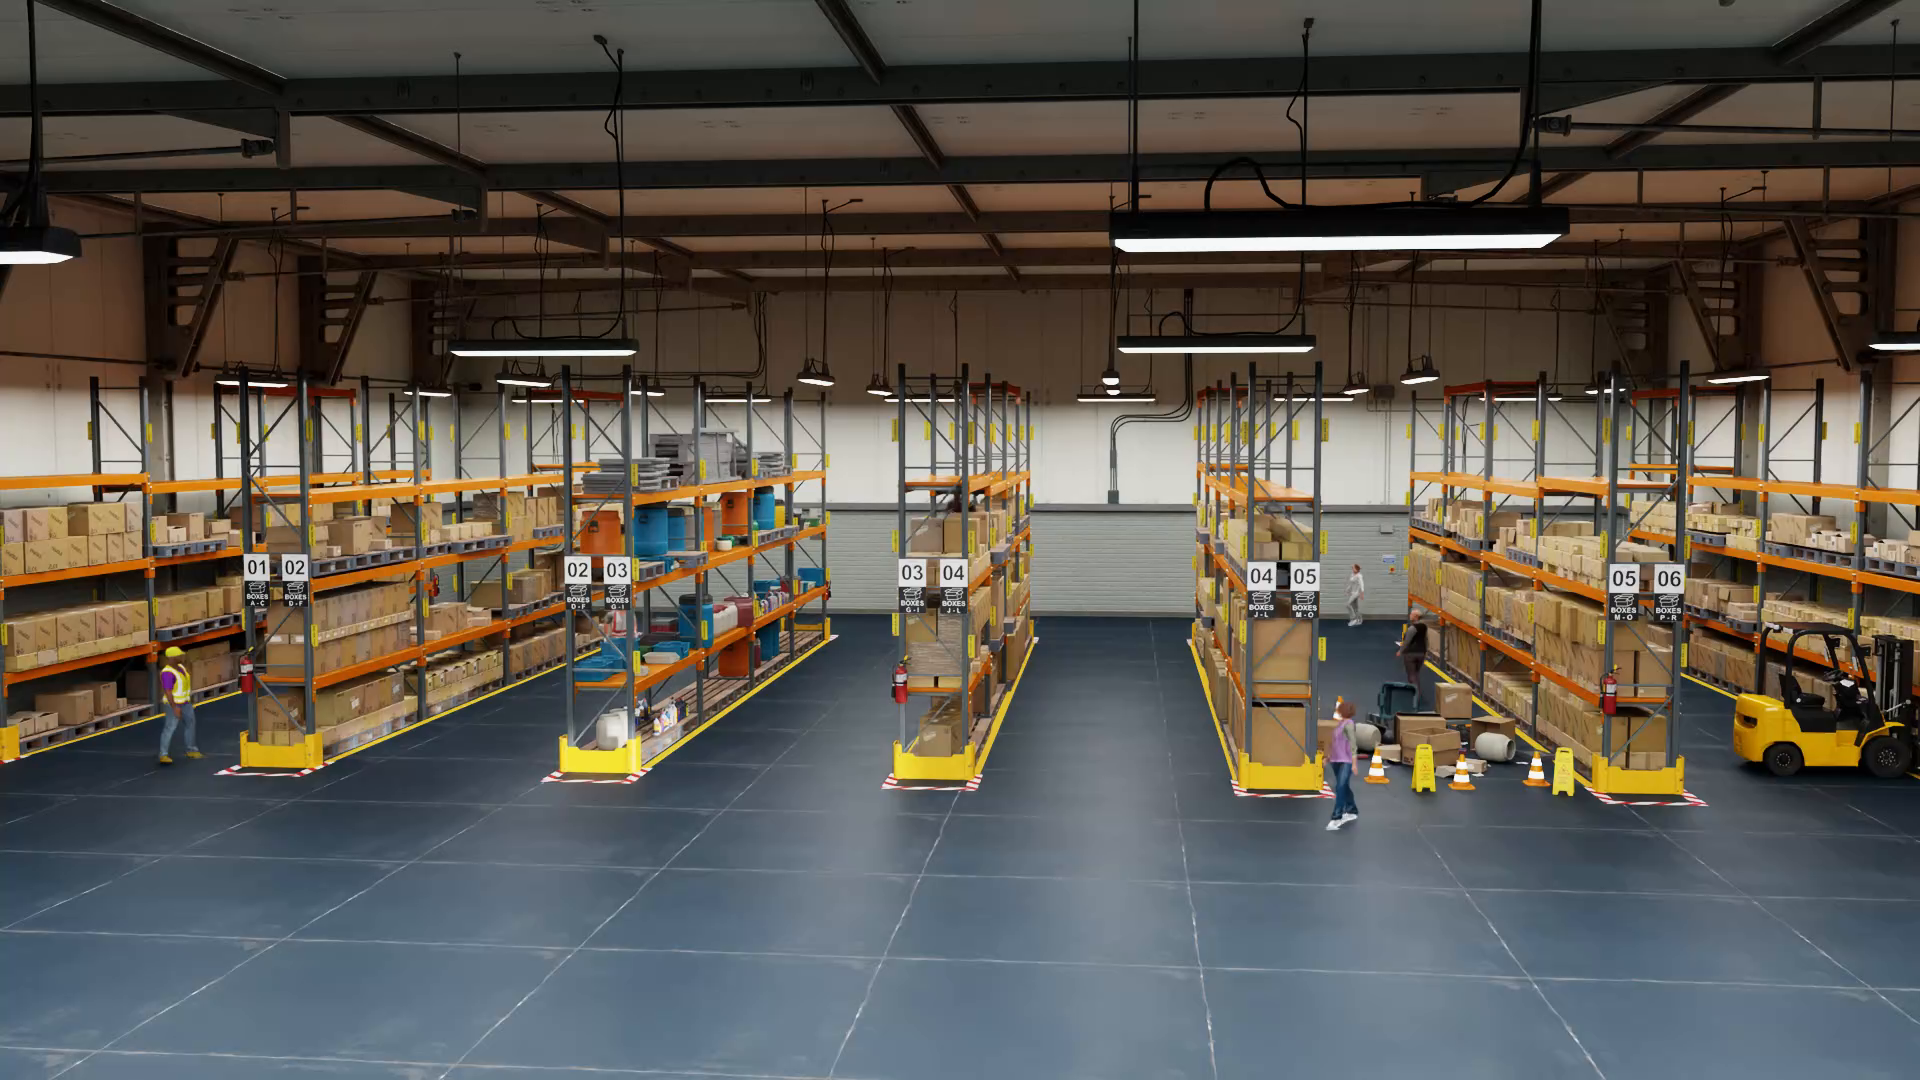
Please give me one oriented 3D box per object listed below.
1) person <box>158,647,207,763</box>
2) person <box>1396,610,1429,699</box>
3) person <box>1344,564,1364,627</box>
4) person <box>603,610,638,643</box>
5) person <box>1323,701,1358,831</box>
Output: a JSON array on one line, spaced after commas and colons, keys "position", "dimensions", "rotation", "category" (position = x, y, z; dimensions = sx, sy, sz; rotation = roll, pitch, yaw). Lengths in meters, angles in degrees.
[{"position": [-11.914, 2.511, 25.356], "dimensions": [0.505, 1.801, 0.687], "rotation": [0, 4, 8], "category": "person"}, {"position": [8.418, 2.163, 30.841], "dimensions": [0.608, 1.754, 0.607], "rotation": [-1, 4, -9], "category": "person"}, {"position": [10.221, 1.434, 43.119], "dimensions": [0.492, 1.623, 0.391], "rotation": [0, 4, -3], "category": "person"}, {"position": [-6.791, 2.020, 33.421], "dimensions": [0.774, 1.813, 0.876], "rotation": [1, 4, 9], "category": "person"}, {"position": [4.844, 2.860, 21.189], "dimensions": [0.672, 1.631, 0.517], "rotation": [-2, 4, -34], "category": "person"}]
